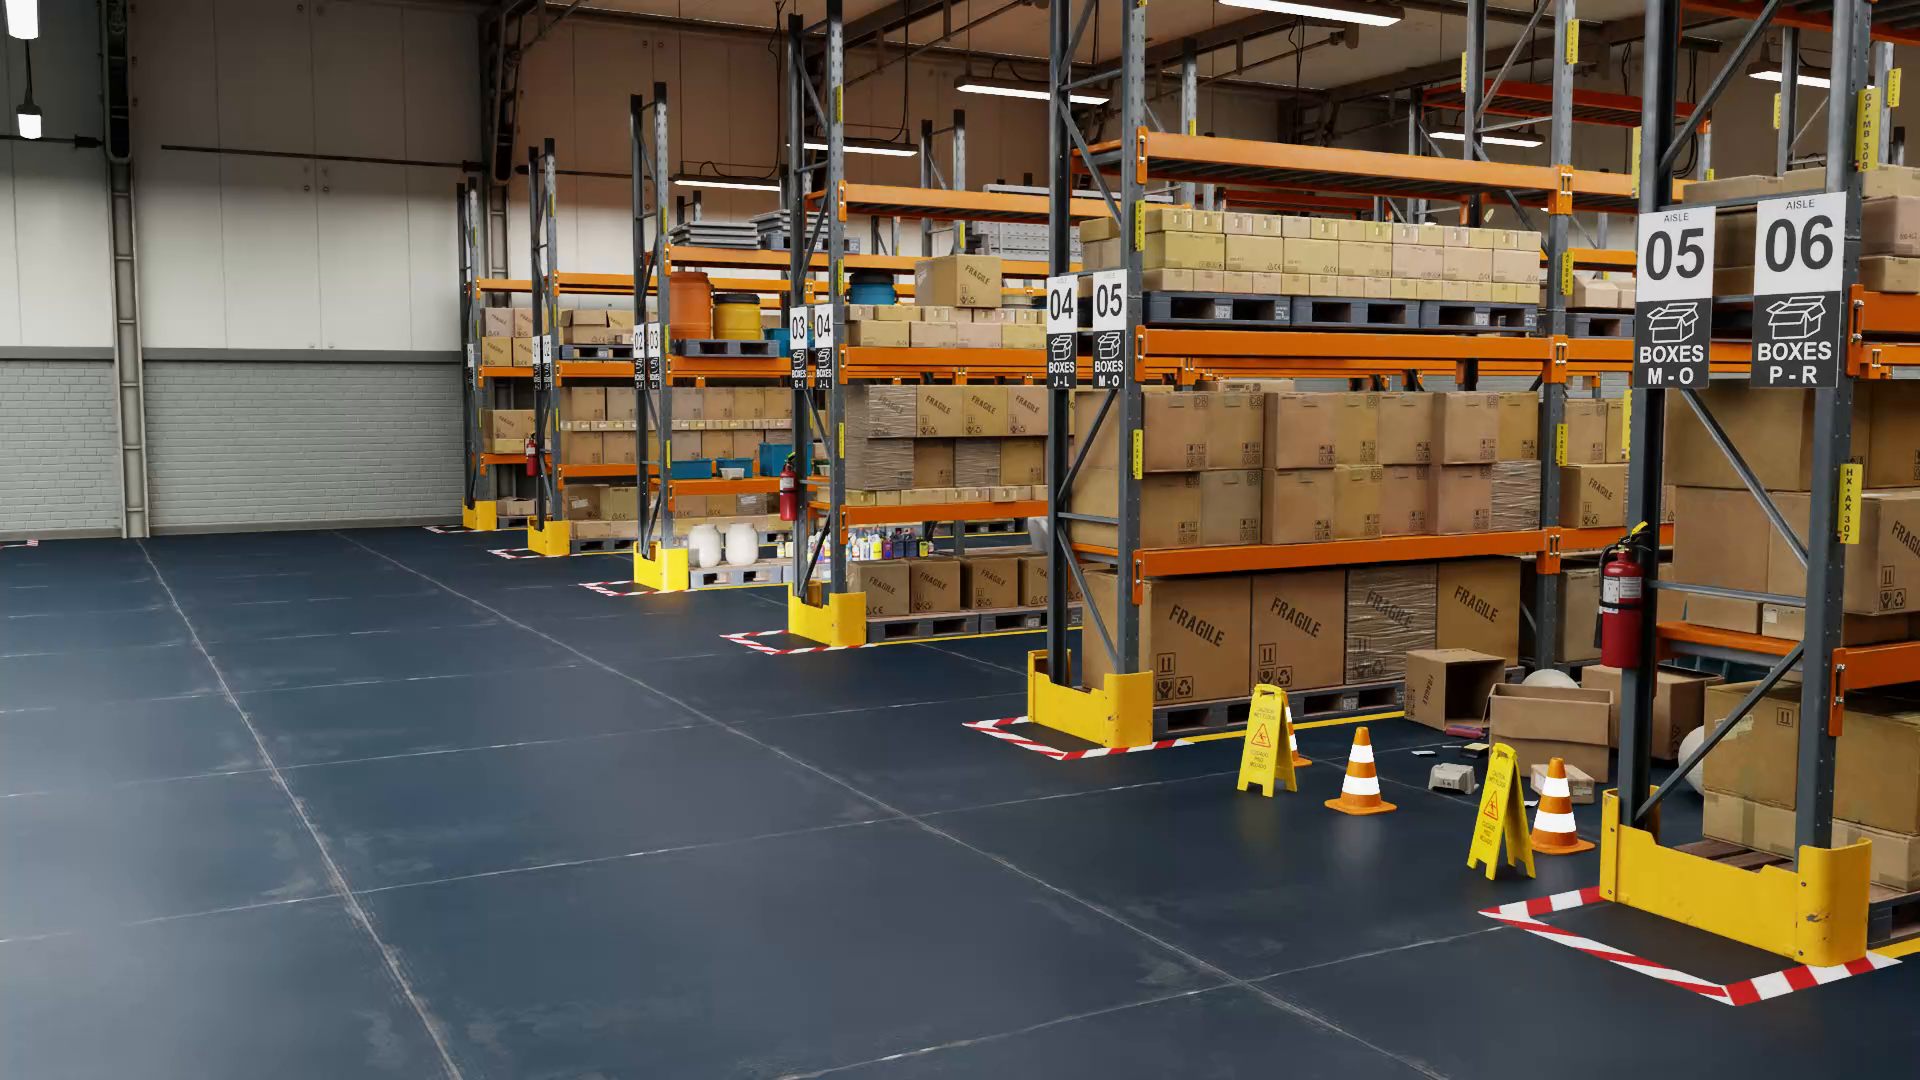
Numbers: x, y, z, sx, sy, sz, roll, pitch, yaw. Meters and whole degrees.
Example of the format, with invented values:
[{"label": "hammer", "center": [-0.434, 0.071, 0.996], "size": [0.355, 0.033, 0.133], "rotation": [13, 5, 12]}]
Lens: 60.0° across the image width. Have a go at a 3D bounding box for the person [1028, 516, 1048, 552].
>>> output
[{"label": "person", "center": [1.030, -0.188, 19.259], "size": [0.501, 1.694, 0.533], "rotation": [-5, 7, -44]}]
